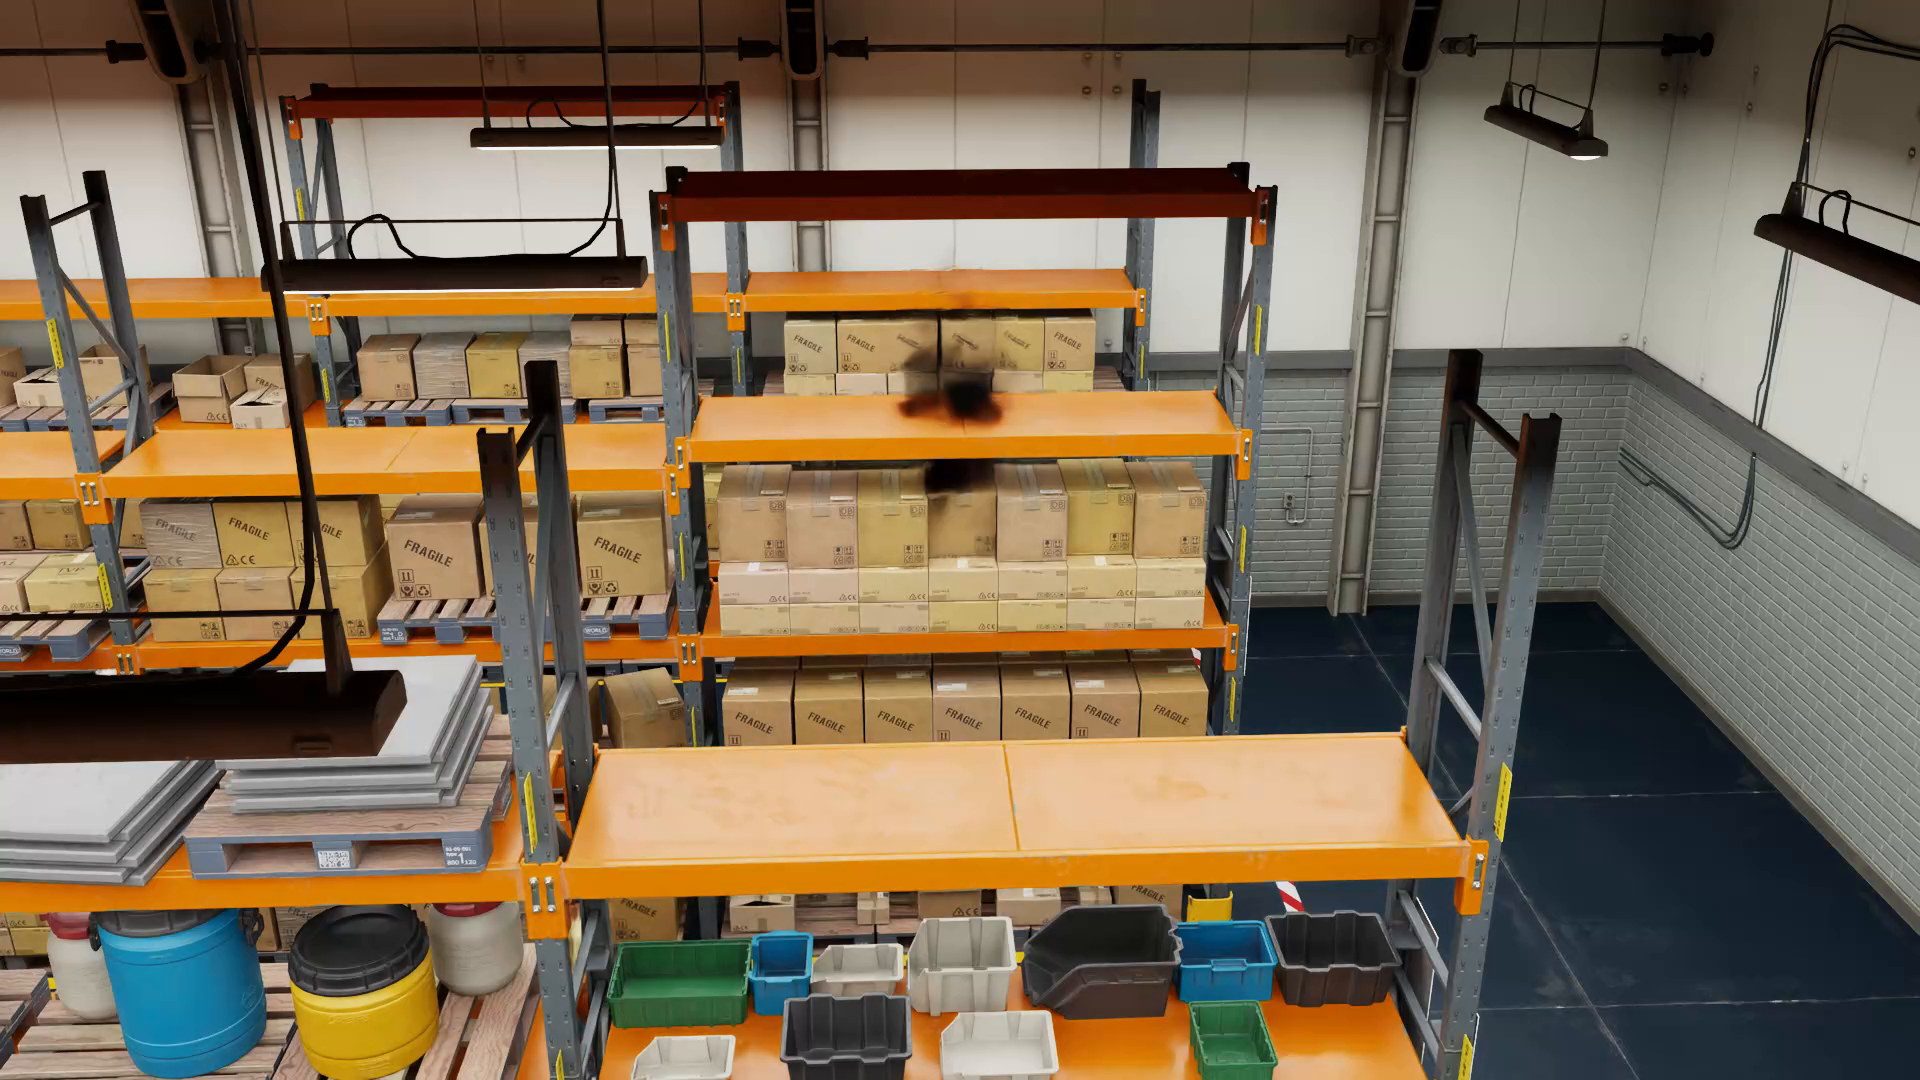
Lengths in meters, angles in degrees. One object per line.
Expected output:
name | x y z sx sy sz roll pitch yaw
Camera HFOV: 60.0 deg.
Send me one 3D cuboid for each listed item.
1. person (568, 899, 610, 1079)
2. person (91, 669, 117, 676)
person | -2.521 2.940 11.010 0.620 1.696 0.588 -6 23 -14
person | -7.634 1.563 15.097 0.551 1.653 0.551 -5 23 -13
